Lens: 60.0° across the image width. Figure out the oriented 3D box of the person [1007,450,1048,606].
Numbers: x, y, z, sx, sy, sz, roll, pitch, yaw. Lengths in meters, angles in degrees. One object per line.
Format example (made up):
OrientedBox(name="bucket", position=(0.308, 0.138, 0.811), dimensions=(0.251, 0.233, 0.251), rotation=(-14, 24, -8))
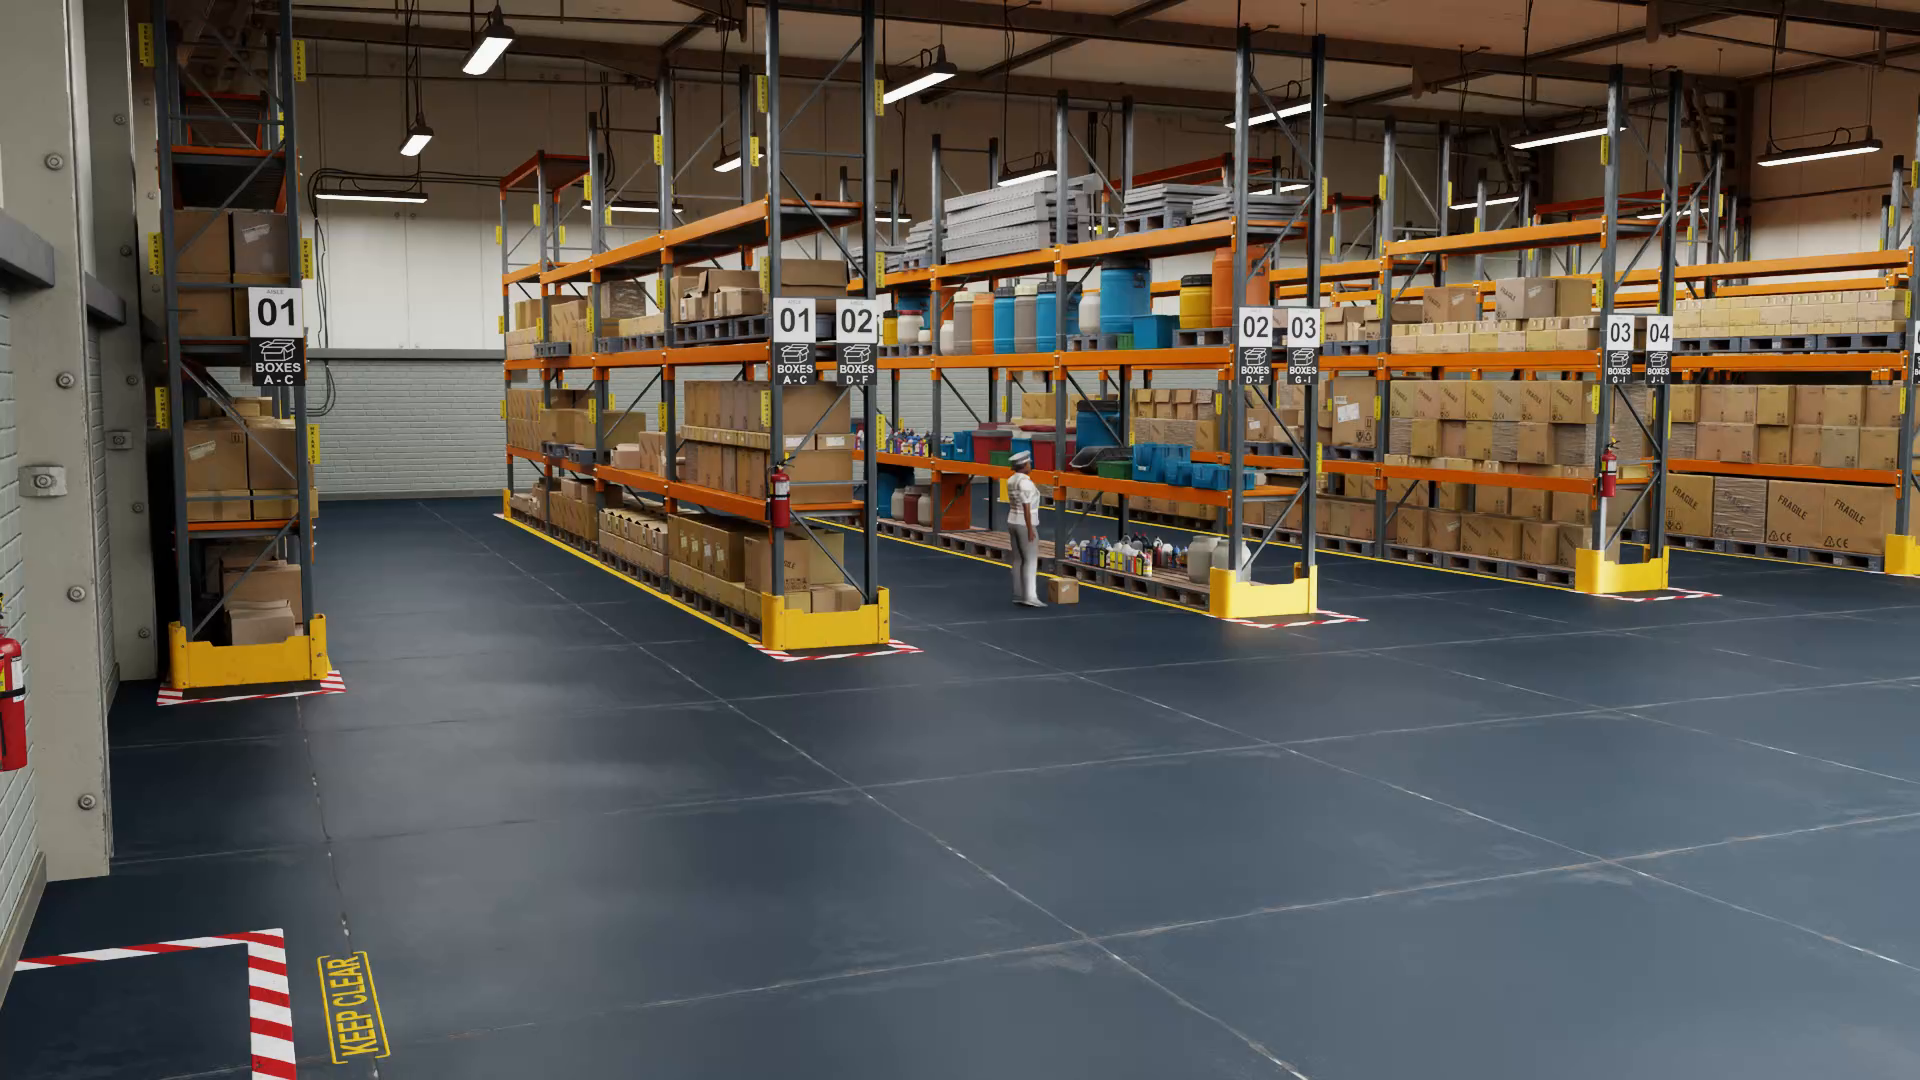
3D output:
OrientedBox(name="person", position=(0.722, -0.121, 18.240), dimensions=(0.391, 1.724, 0.451), rotation=(-2, 6, -23))
